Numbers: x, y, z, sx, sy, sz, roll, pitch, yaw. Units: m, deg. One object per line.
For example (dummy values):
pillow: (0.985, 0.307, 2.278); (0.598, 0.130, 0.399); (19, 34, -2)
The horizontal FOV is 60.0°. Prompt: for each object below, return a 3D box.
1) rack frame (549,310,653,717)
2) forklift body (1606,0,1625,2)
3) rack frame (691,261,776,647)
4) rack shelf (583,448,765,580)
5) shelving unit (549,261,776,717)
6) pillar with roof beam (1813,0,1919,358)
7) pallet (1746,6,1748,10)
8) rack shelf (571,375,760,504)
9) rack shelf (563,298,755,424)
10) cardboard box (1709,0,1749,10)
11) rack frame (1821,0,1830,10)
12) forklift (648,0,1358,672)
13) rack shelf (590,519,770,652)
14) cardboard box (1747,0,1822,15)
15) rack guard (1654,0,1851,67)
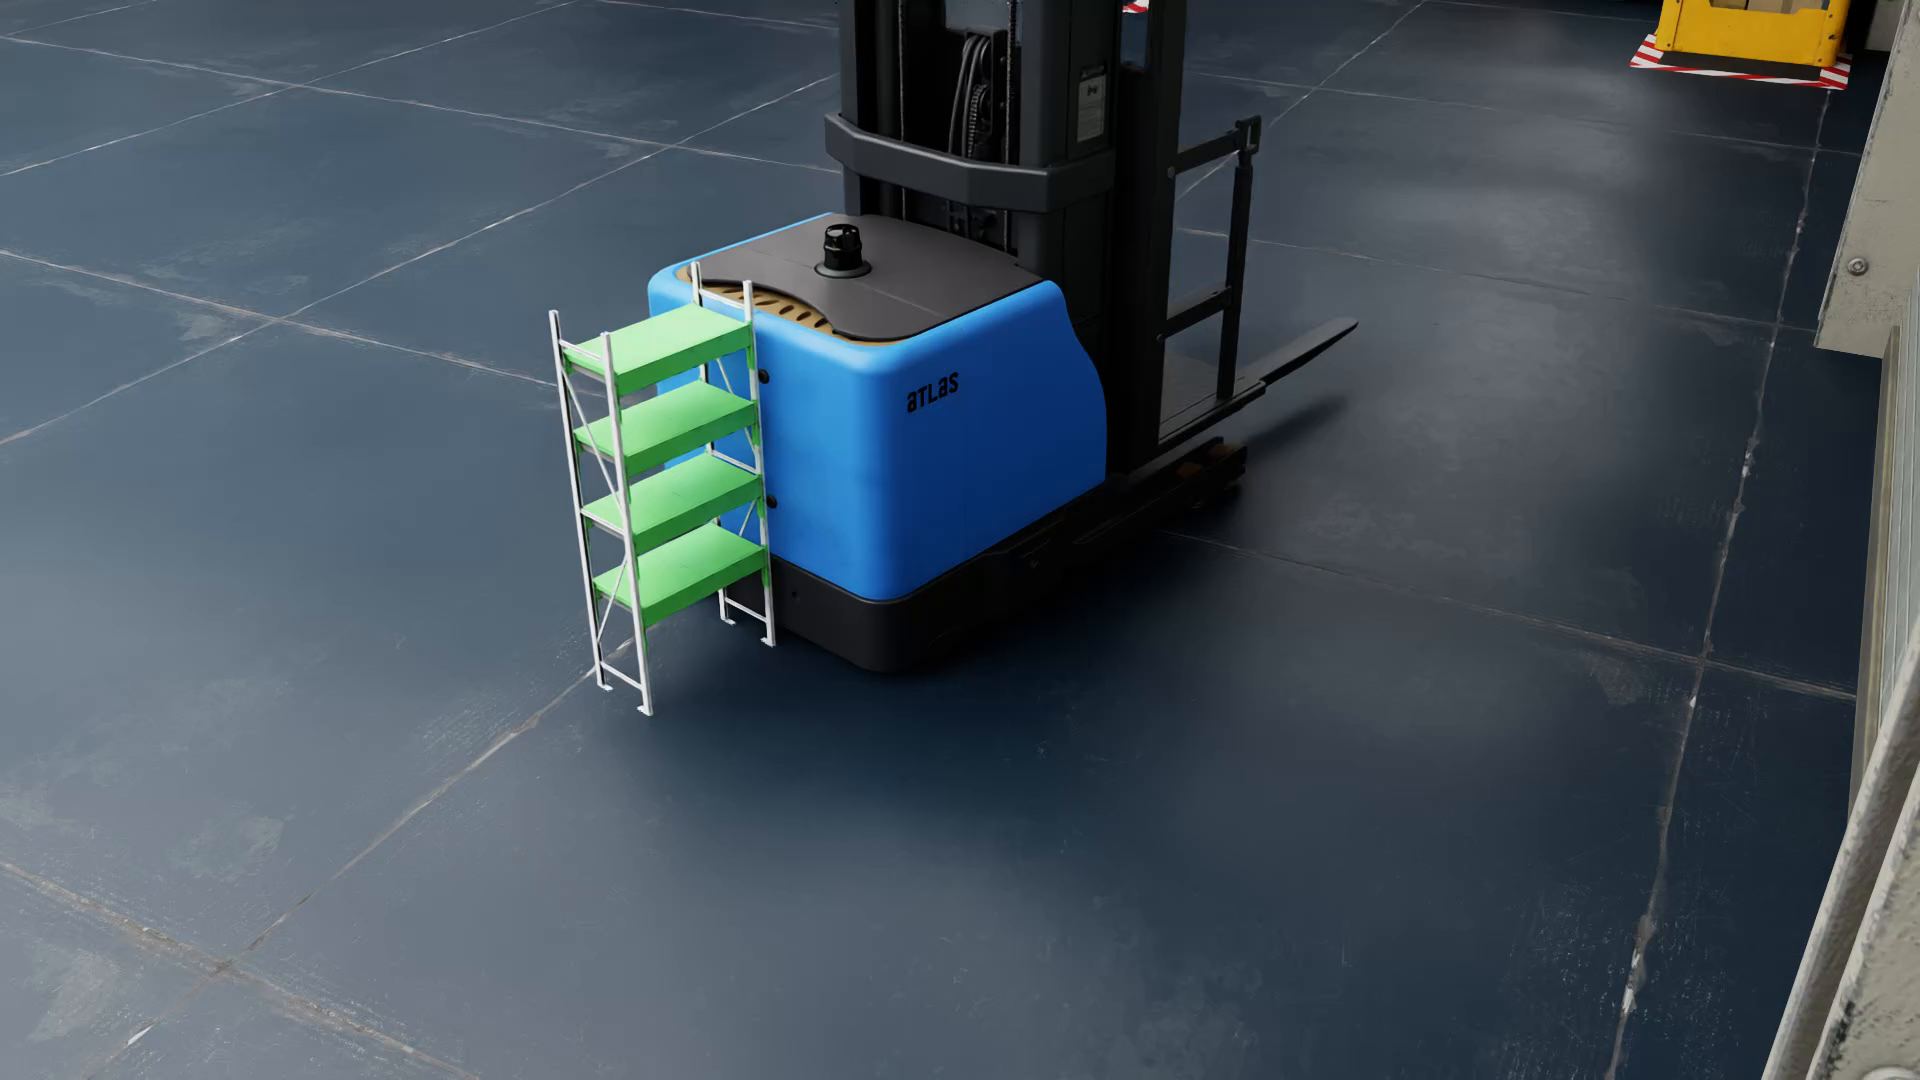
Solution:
rack frame: (-0.992, -0.047, 4.627); (0.240, 1.200, 0.015); (24, 38, 35)
forklift body: (4.780, -5.633, 13.400); (2.313, 2.155, 1.214); (14, 33, 23)
rack frame: (-0.668, -0.229, 4.944); (0.240, 1.200, 0.015); (24, 38, 35)
rack shelf: (-0.830, -0.083, 4.817); (0.258, 0.148, 0.480); (24, 38, 35)
shelving unit: (-0.830, -0.138, 4.786); (0.258, 1.200, 0.503); (24, 38, 35)
pillar with roof beam: (0.095, -5.769, 6.760); (9.100, 9.000, 0.400); (14, 33, 23)
pallet: (5.852, -3.886, 12.305); (1.003, 0.211, 1.213); (14, 33, 23)
rack shelf: (-0.830, -0.291, 4.698); (0.258, 0.148, 0.480); (24, 38, 35)
rack shelf: (-0.830, -0.499, 4.578); (0.258, 0.148, 0.480); (24, 38, 35)
cardboard box: (5.473, -4.016, 12.072); (0.500, 0.250, 0.500); (15, 33, 24)
rack frame: (5.541, -4.747, 11.004); (1.000, 3.000, 0.127); (14, 33, 23)
forklift: (0.396, -1.532, 5.475); (1.130, 2.935, 3.031); (24, 38, 35)
rack shelf: (-0.830, 0.125, 4.937); (0.258, 0.148, 0.480); (24, 38, 35)
cardboard box: (5.939, -3.910, 11.886); (0.500, 0.250, 0.500); (14, 33, 23)
rack guard: (5.530, -3.652, 11.608); (1.175, 0.500, 0.348); (14, 33, 23)
